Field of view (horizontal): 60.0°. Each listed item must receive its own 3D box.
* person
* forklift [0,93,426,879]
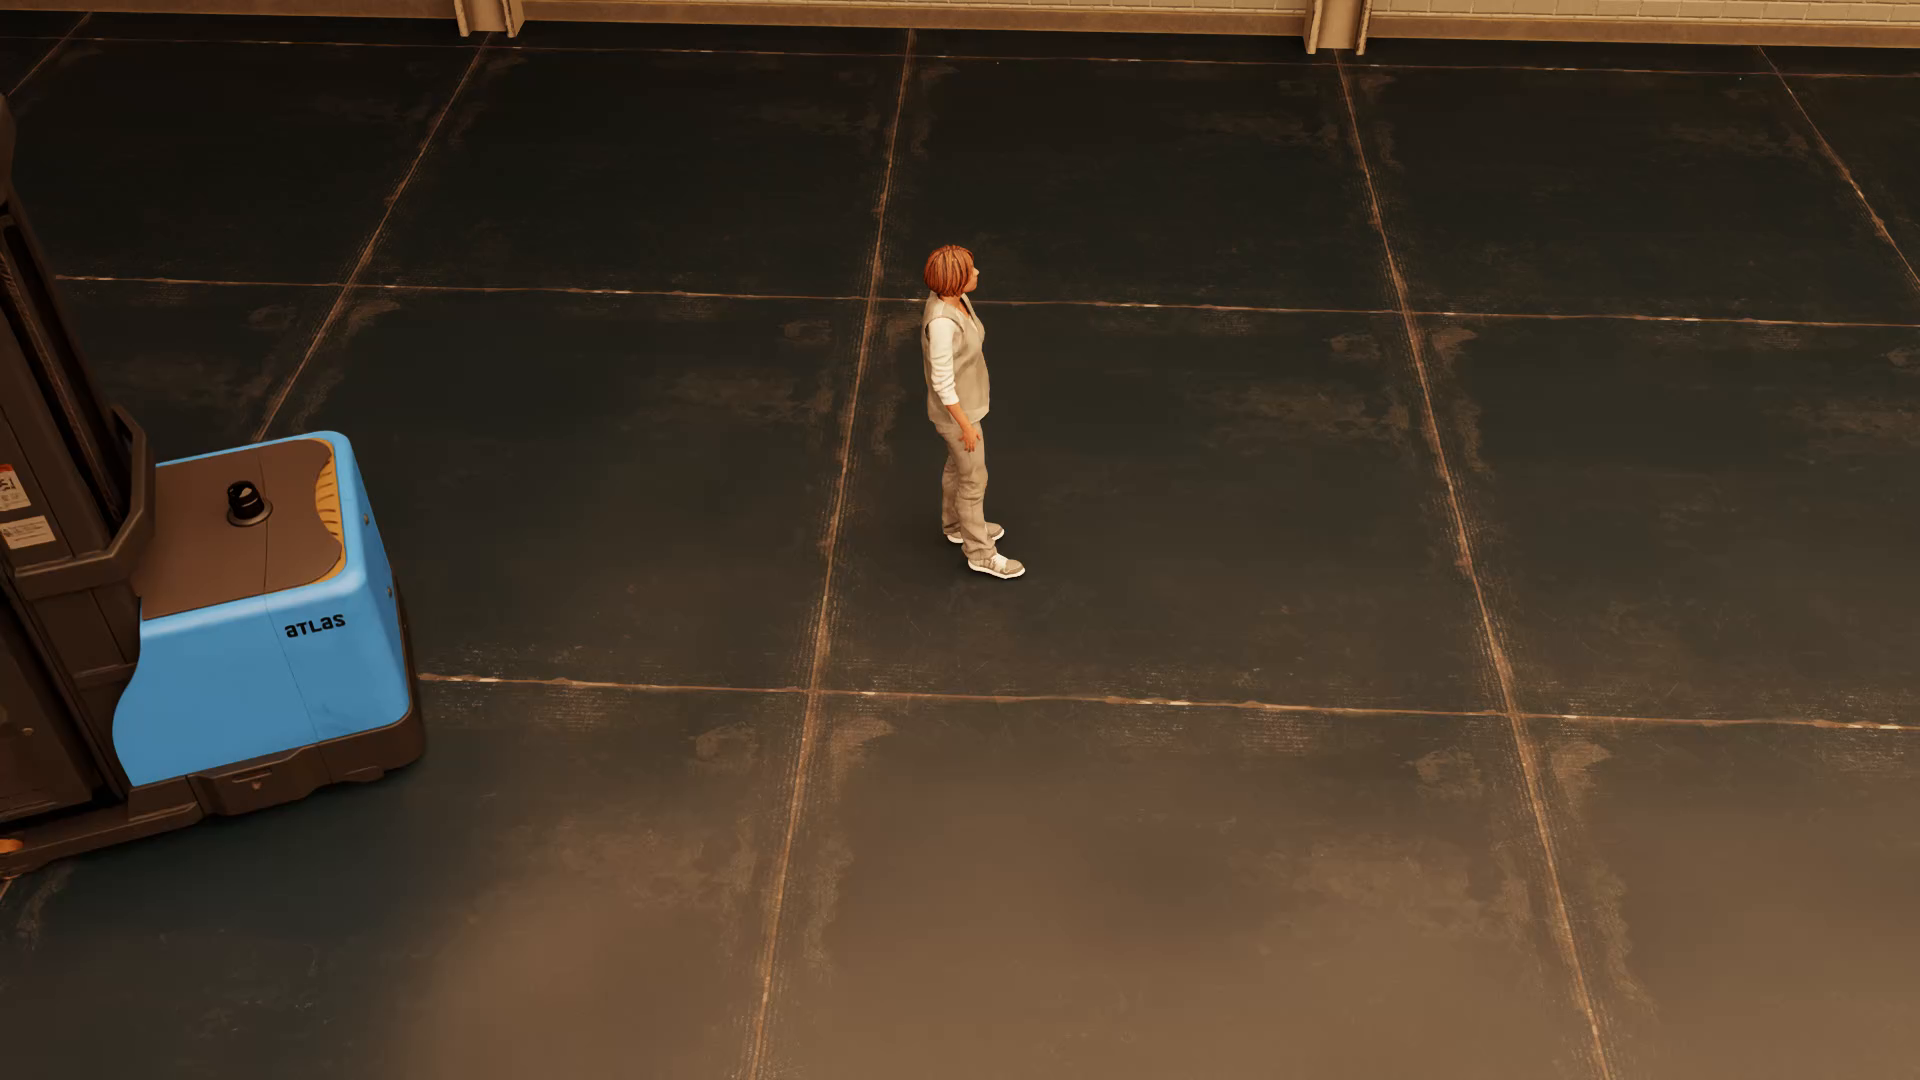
[{"bbox_3d":[0.074,-0.584,7.359,0.473,1.599,0.520,2,42,2],"label":"person"},{"bbox_3d":[-3.784,-0.124,5.878,3.031,2.935,1.130,-13,44,-14],"label":"forklift"}]
